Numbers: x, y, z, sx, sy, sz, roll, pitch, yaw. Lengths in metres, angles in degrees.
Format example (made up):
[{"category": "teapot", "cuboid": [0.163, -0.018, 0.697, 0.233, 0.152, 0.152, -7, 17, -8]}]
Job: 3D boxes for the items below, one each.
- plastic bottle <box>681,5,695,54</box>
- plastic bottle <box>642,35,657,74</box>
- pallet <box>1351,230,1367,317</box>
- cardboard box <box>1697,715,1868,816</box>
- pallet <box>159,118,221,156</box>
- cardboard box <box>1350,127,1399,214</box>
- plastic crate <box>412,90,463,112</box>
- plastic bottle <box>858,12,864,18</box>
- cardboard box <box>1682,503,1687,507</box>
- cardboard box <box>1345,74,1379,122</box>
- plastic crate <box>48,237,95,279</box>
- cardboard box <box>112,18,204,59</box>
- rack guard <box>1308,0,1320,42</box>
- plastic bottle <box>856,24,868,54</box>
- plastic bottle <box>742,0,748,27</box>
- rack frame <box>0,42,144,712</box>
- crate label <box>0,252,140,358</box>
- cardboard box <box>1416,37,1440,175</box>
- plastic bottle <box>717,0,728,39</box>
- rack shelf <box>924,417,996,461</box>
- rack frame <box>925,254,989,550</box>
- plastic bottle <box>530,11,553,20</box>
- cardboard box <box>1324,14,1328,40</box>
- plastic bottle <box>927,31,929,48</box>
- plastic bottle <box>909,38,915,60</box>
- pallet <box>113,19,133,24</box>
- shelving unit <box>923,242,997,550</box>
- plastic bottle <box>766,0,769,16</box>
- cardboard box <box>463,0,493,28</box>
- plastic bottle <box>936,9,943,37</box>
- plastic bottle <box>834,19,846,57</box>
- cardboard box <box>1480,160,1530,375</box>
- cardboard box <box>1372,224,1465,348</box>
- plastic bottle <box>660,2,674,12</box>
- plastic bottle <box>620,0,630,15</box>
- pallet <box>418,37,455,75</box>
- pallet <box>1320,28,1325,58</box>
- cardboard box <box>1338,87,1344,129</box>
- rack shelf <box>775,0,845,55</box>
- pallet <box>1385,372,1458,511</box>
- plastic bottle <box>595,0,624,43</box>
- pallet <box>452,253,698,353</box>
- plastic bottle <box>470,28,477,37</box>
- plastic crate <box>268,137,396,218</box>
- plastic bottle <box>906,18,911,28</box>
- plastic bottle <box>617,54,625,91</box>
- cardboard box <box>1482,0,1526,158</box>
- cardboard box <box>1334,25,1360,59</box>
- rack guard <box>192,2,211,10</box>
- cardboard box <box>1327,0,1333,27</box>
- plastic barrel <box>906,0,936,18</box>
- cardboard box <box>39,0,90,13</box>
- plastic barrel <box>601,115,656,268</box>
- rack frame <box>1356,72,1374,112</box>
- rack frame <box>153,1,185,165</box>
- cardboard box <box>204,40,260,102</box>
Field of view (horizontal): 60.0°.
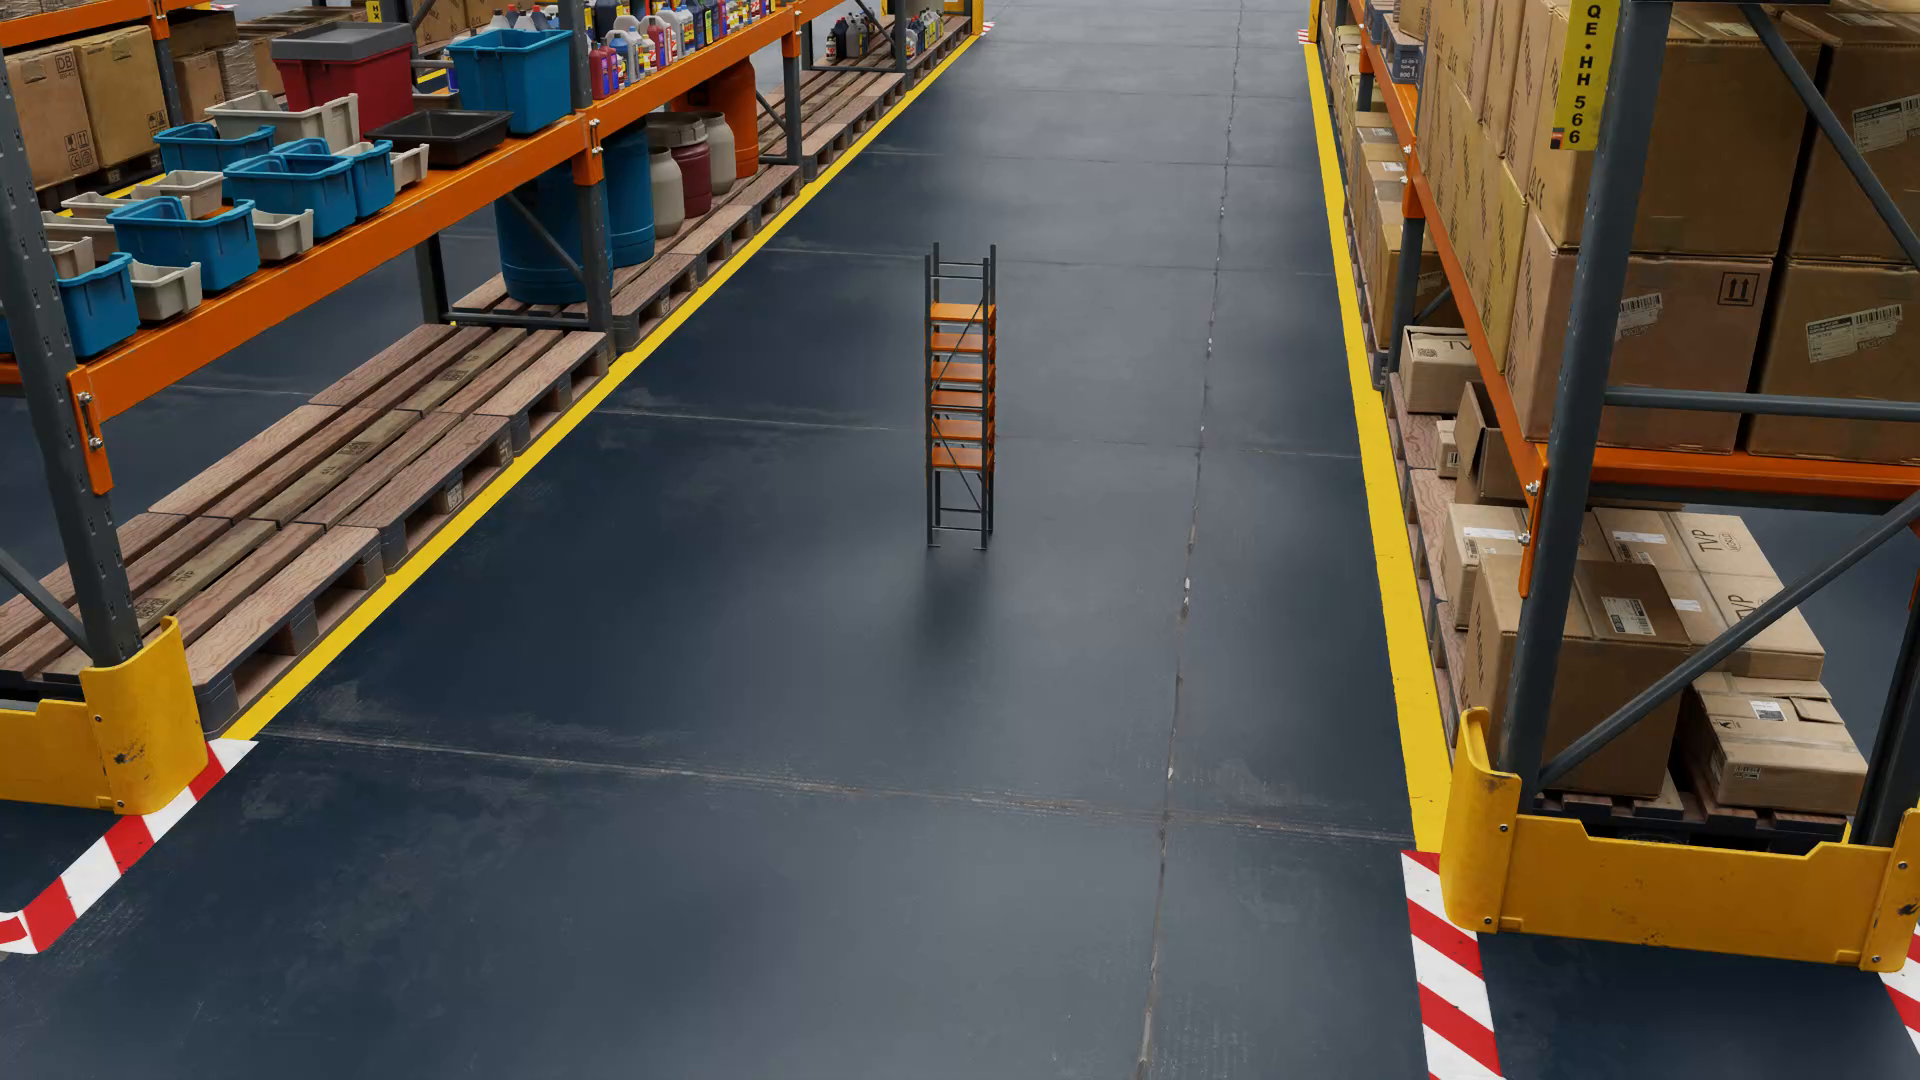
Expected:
[{"category": "plastic bottle", "cuboid": [-1.615, -3.004, 9.781, 0.097, 0.271, 0.097, 0, 25, 0]}, {"category": "plastic bottle", "cuboid": [-1.728, -2.682, 9.175, 0.097, 0.201, 0.097, 0, 25, 0]}, {"category": "pallet", "cuboid": [2.862, -1.570, 9.855, 1.003, 0.211, 1.213, 4, 25, 9]}, {"category": "cardboard box", "cuboid": [2.323, 0.635, 4.699, 0.380, 0.149, 0.250, 4, 25, 9]}, {"category": "pallet", "cuboid": [-6.421, -3.403, 13.771, 1.003, 0.211, 1.213, 4, 25, 9]}, {"category": "cardboard box", "cuboid": [2.786, -2.329, 10.616, 0.500, 0.500, 0.500, 3, 25, 7]}, {"category": "plastic crate", "cuboid": [-2.534, -2.046, 7.824, 0.396, 0.136, 0.243, 4, 25, 9]}, {"category": "plastic bottle", "cuboid": [-1.032, -5.384, 17.413, 0.097, 0.271, 0.097, 0, 25, 0]}, {"category": "cardboard box", "cuboid": [2.633, -0.388, 6.694, 0.500, 0.311, 0.500, 4, 25, 9]}, {"category": "cardboard box", "cuboid": [3.144, -3.304, 12.357, 0.500, 0.311, 0.500, 4, 25, 8]}, {"category": "plastic crate", "cuboid": [-3.016, -0.912, 5.400, 0.396, 0.136, 0.243, 4, 25, 9]}, {"category": "cardboard box", "cuboid": [-6.470, -4.028, 13.363, 0.500, 0.250, 0.500, 5, 26, 11]}, {"category": "rack guard", "cuboid": [4.534, -5.875, 18.712, 1.175, 0.500, 0.348, 4, 25, 9]}, {"category": "plastic bottle", "cuboid": [-1.007, -5.005, 16.597, 0.152, 0.276, 0.135, 4, 25, 9]}, {"category": "plastic bottle", "cuboid": [-1.431, -3.442, 10.799, 0.097, 0.201, 0.097, 0, 25, 0]}, {"category": "rack frame", "cuboid": [-2.971, -0.650, 4.601, 1.000, 3.000, 0.127, 4, 25, 9]}, {"category": "crate label", "cuboid": [-2.606, -0.682, 4.796, 0.416, 0.233, 0.303, 4, 25, 9]}, {"category": "cardboard box", "cuboid": [2.217, -1.829, 7.002, 0.500, 0.500, 0.500, 5, 25, 10]}, {"category": "plastic bottle", "cuboid": [-1.495, -3.267, 10.328, 0.061, 0.283, 0.133, 4, 25, 9]}, {"category": "rack shelf", "cuboid": [0.002, -0.401, 6.578, 0.258, 0.103, 0.180, 4, 25, 9]}, {"category": "rack frame", "cuboid": [-0.013, -0.511, 6.427, 0.240, 1.200, 0.006, 4, 25, 9]}, {"category": "plastic bottle", "cuboid": [-2.408, -2.874, 9.499, 0.152, 0.276, 0.135, 4, 25, 9]}, {"category": "cardboard box", "cuboid": [4.063, -5.315, 17.314, 0.500, 0.250, 0.500, 4, 25, 9]}, {"category": "plastic bottle", "cuboid": [-0.368, -5.106, 16.901, 0.097, 0.201, 0.097, 0, 25, 0]}, {"category": "plastic bottle", "cuboid": [-0.492, -4.789, 16.225, 0.097, 0.201, 0.097, 0, 25, 0]}, {"category": "pallet", "cuboid": [-10.374, -5.960, 19.233, 1.003, 0.211, 1.213, 4, 25, 9]}, {"category": "shelving unit", "cuboid": [0.002, -0.549, 6.509, 0.258, 1.200, 0.189, 4, 25, 9]}, {"category": "plastic bottle", "cuboid": [-1.346, -3.660, 11.266, 0.097, 0.201, 0.097, 0, 25, 0]}, {"category": "cardboard box", "cuboid": [-5.546, -5.970, 18.420, 0.500, 0.500, 0.500, 6, 26, 13]}, {"category": "plastic bottle", "cuboid": [-0.225, -5.462, 17.567, 0.061, 0.283, 0.133, 5, 25, 10]}, {"category": "plastic bottle", "cuboid": [-1.189, -4.958, 16.410, 0.144, 0.351, 0.185, 3, 25, 7]}, {"category": "cardboard box", "cuboid": [1.801, -0.774, 4.748, 0.500, 0.500, 0.500, 4, 25, 9]}, {"category": "cardboard box", "cuboid": [2.367, -1.272, 8.359, 0.500, 0.500, 0.500, 4, 25, 8]}, {"category": "plastic bottle", "cuboid": [-1.741, -3.054, 9.889, 0.097, 0.271, 0.097, 0, 25, 0]}, {"category": "plastic bottle", "cuboid": [-2.196, -3.452, 10.820, 0.097, 0.201, 0.097, 0, 25, 0]}, {"category": "pallet", "cuboid": [-5.821, -5.033, 17.253, 1.003, 0.211, 1.213, 4, 25, 9]}, {"category": "pallet", "cuboid": [4.446, -5.412, 18.062, 1.003, 0.211, 1.213, 4, 25, 9]}, {"category": "cardboard box", "cuboid": [3.315, -3.474, 13.383, 0.500, 0.250, 0.500, 5, 25, 10]}, {"category": "rack shelf", "cuboid": [-1.337, -4.507, 13.689, 1.077, 0.370, 4.000, 4, 25, 9]}, {"category": "pallet", "cuboid": [2.456, -0.428, 7.416, 1.003, 0.211, 1.213, 4, 25, 9]}, {"category": "plastic bottle", "cuboid": [-2.138, -3.214, 10.137, 0.144, 0.351, 0.185, 4, 25, 9]}, {"category": "pallet", "cuboid": [-2.150, -1.380, 9.449, 1.003, 0.211, 1.213, 4, 25, 9]}, {"category": "plastic bottle", "cuboid": [-2.579, -2.558, 8.813, 0.061, 0.283, 0.133, 4, 25, 9]}, {"category": "plastic crate", "cuboid": [-2.342, -1.358, 6.240, 0.416, 0.233, 0.300, 4, 25, 9]}, {"category": "plastic bottle", "cuboid": [-0.518, -5.200, 17.015, 0.152, 0.276, 0.135, 4, 25, 9]}, {"category": "plastic bottle", "cuboid": [-1.814, -2.462, 8.707, 0.097, 0.201, 0.097, 0, 25, 0]}, {"category": "cardboard box", "cuboid": [1.879, -1.437, 4.985, 0.500, 0.500, 0.500, 5, 25, 10]}, {"category": "cardboard box", "cuboid": [3.563, -4.368, 14.629, 0.500, 0.311, 0.500, 4, 25, 9]}, {"category": "rack guard", "cuboid": [-10.115, -6.949, 21.006, 1.175, 0.500, 0.348, 4, 25, 9]}, {"category": "cardboard box", "cuboid": [3.975, -5.446, 16.710, 0.500, 0.500, 0.500, 4, 25, 9]}, {"category": "plastic barrel", "cuboid": [-0.470, -5.915, 18.288, 0.421, 0.512, 0.421, 0, 25, 0]}, {"category": "cardboard box", "cuboid": [-6.473, -3.953, 11.539, 0.500, 0.500, 0.500, 4, 25, 8]}, {"category": "plastic barrel", "cuboid": [-2.096, -2.086, 9.647, 0.600, 0.901, 0.708, 4, 25, 9]}, {"category": "rack frame", "cuboid": [3.223, -3.651, 11.013, 1.000, 3.000, 0.127, 4, 25, 9]}, {"category": "rack frame", "cuboid": [-6.550, -4.339, 12.482, 1.000, 3.000, 0.127, 4, 25, 9]}, {"category": "cardboard box", "cuboid": [-6.382, -3.921, 14.018, 0.700, 0.500, 0.500, 2, 25, 4]}]
